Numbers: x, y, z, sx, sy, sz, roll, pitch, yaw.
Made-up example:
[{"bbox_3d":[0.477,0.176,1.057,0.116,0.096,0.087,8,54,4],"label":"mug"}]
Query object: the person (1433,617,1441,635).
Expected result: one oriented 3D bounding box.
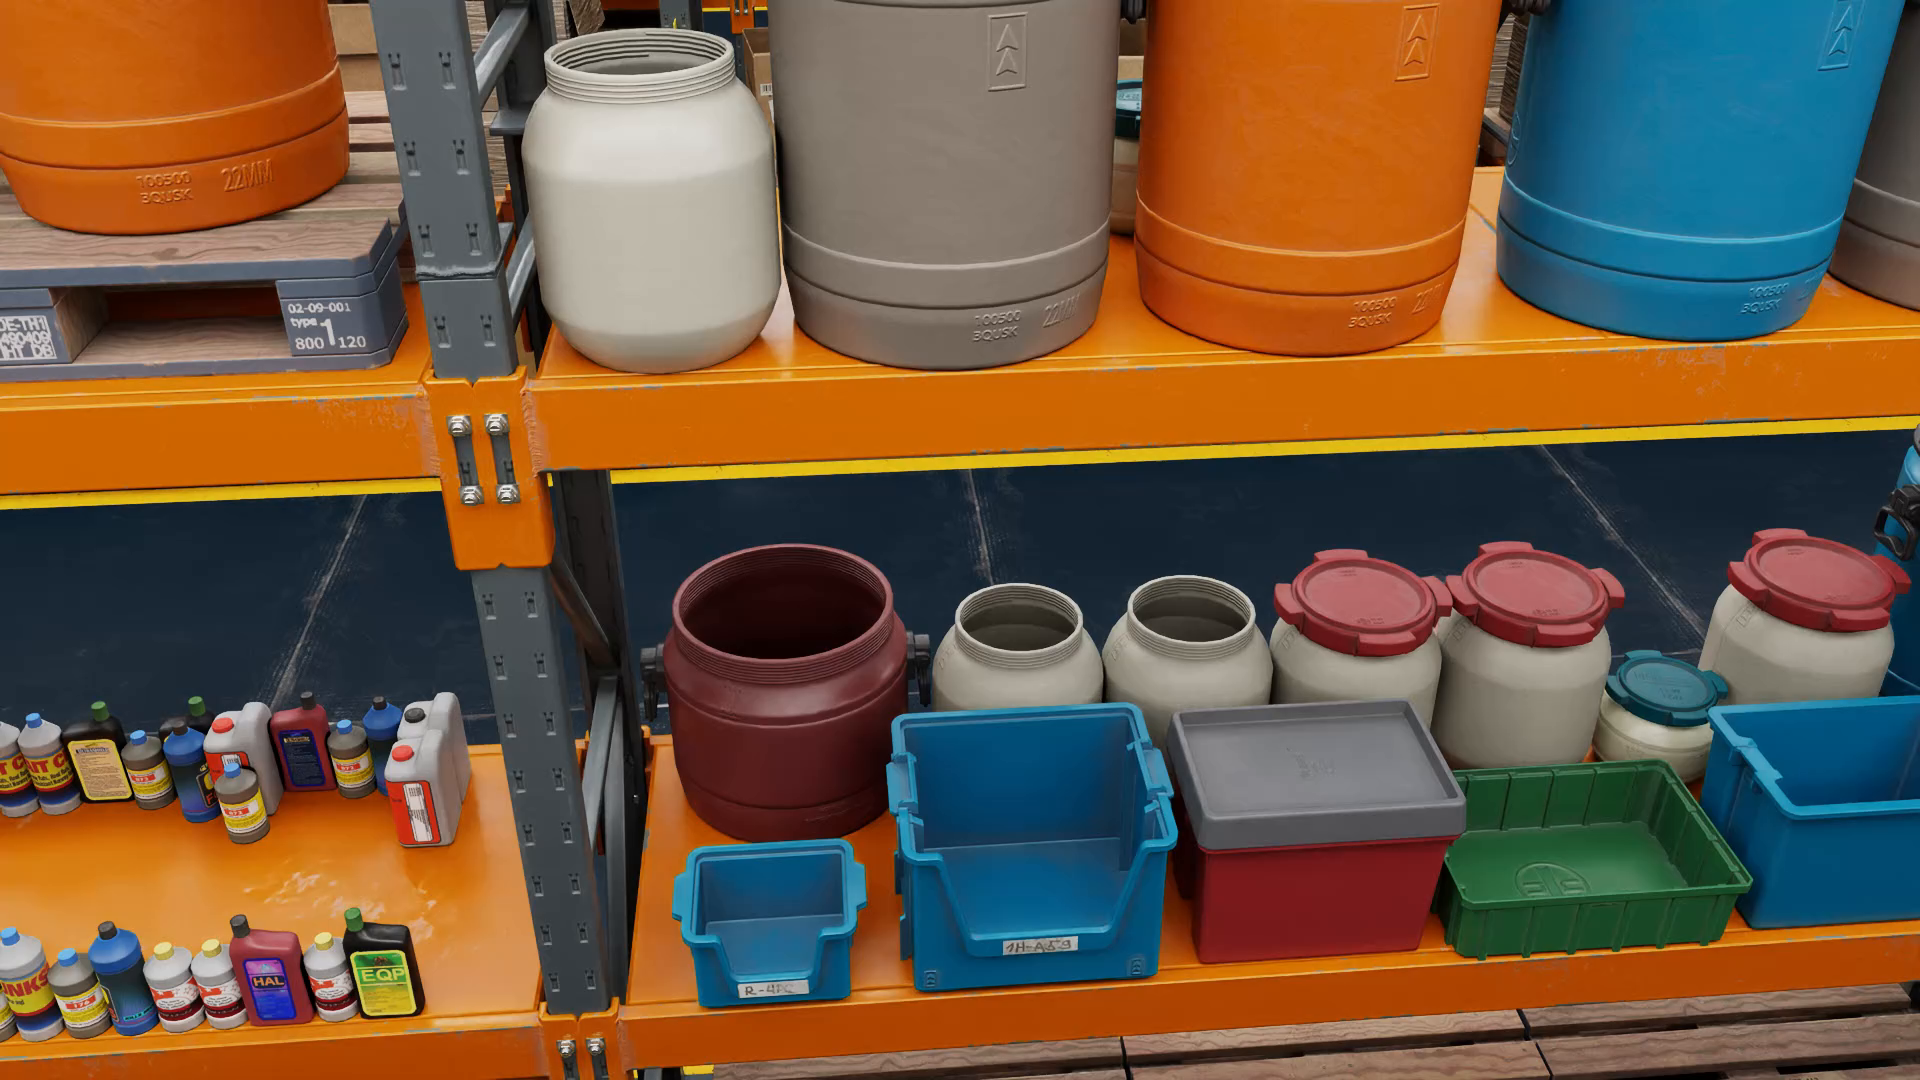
[{"bbox_3d":[1.502,0.706,5.667,0.520,1.024,0.955,-4,31,-7],"label":"person"}]
